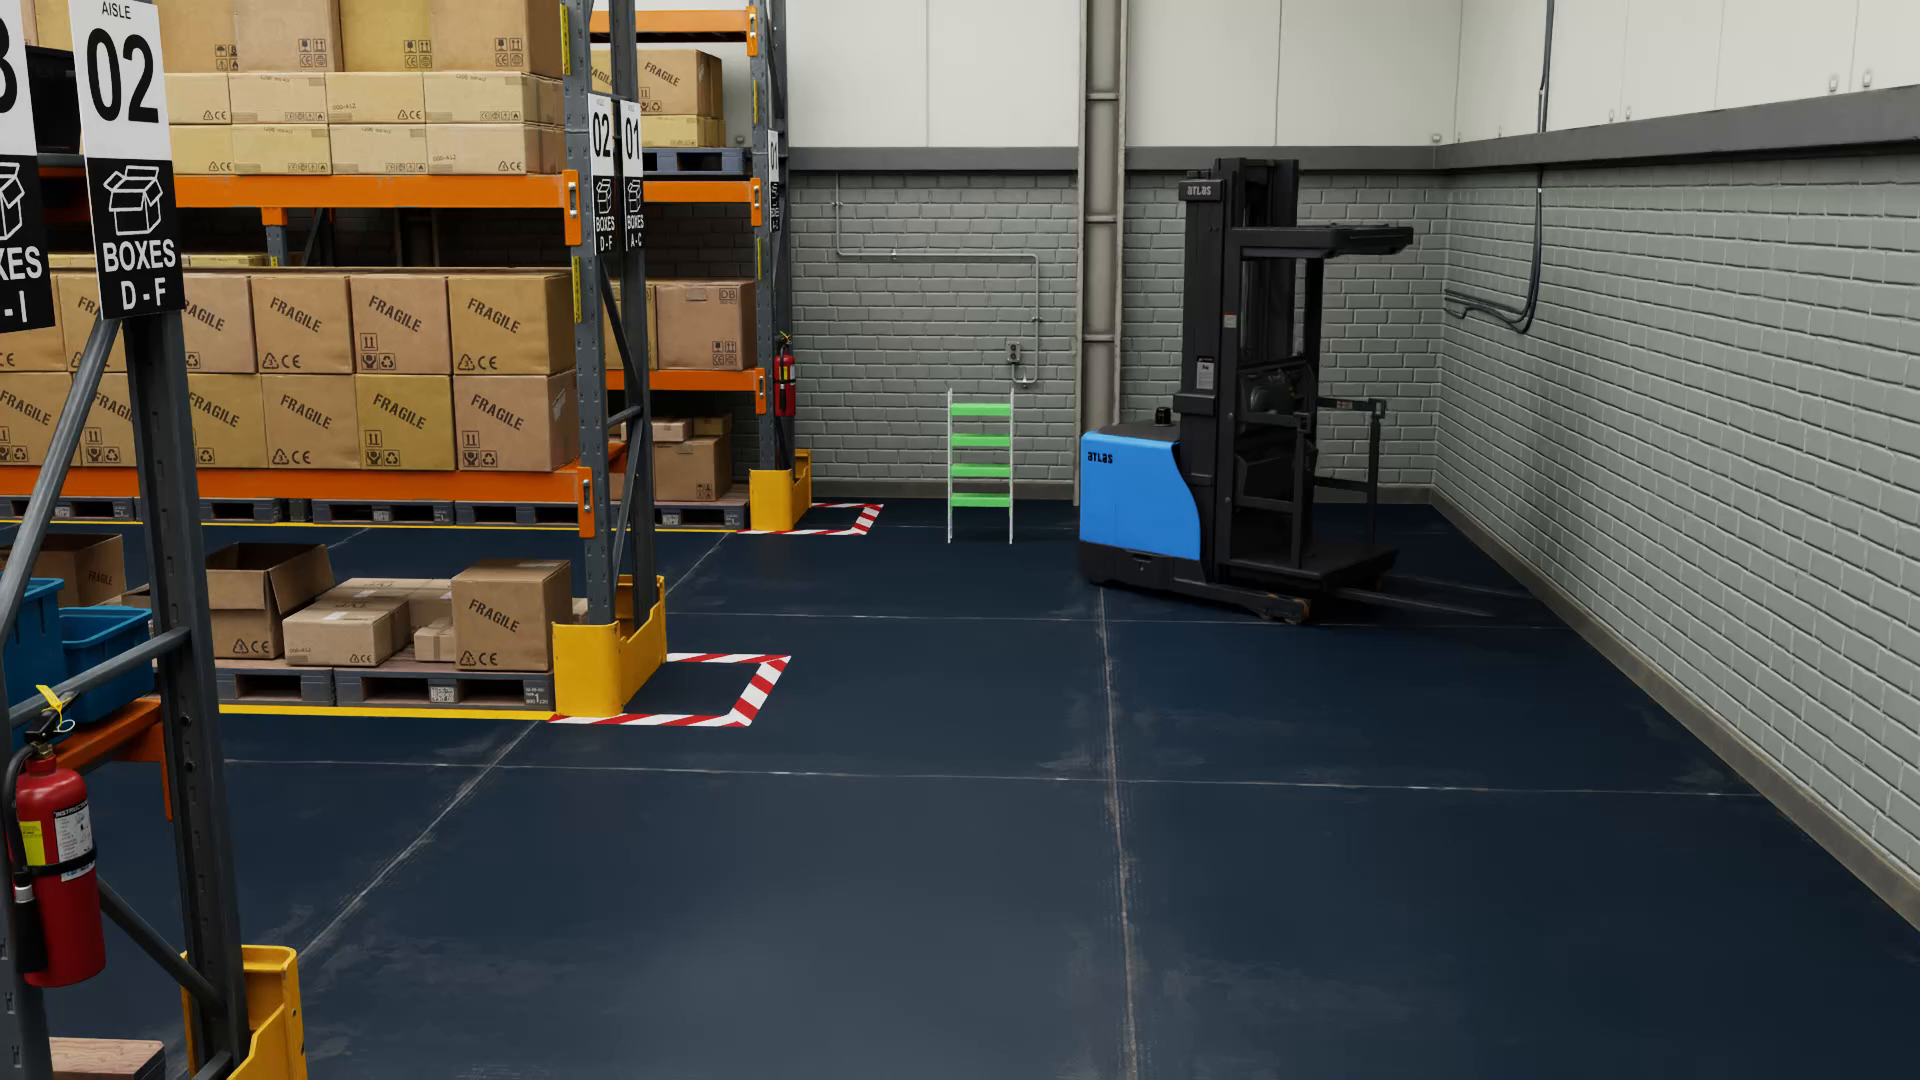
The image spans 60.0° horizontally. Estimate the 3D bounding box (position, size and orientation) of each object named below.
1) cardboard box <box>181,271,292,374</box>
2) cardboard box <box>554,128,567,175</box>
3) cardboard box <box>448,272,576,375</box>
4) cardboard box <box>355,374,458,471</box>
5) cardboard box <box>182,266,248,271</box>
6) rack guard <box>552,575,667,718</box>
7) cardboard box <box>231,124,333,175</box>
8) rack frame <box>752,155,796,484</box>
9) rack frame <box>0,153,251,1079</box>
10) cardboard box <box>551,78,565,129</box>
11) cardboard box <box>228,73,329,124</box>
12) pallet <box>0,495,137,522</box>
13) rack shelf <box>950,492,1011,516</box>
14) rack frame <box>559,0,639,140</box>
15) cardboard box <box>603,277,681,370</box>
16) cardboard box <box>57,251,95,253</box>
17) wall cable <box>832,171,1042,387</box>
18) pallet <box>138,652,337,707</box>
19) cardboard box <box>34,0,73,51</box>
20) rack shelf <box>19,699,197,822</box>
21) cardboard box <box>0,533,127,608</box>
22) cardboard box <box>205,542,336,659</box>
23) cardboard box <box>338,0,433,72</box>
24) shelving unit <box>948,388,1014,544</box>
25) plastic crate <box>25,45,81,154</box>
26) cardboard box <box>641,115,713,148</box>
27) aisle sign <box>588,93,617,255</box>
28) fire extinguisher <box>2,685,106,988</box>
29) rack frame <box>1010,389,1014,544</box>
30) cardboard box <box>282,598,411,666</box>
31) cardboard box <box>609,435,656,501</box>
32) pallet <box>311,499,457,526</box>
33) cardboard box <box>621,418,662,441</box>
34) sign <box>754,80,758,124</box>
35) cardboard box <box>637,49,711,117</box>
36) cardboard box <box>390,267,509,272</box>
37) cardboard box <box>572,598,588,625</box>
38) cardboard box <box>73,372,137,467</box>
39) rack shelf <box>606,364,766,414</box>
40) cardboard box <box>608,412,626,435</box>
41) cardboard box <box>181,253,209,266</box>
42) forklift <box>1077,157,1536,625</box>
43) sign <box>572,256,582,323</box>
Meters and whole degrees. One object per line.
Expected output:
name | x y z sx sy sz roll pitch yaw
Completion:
cardboard box | -3.865 -1.158 8.792 0.500 0.500 0.500 1 12 6
cardboard box | -2.364 -2.104 9.039 0.500 0.250 0.500 1 12 4
cardboard box | -2.331 -1.138 8.697 0.500 0.500 0.500 1 12 3
cardboard box | -2.851 -0.656 8.833 0.500 0.500 0.500 1 12 4
cardboard box | -4.323 -1.276 9.354 0.500 0.500 0.500 1 12 4
rack guard | -1.944 0.573 9.310 0.348 0.500 1.175 1 12 4
cardboard box | -3.396 -2.011 8.597 0.500 0.250 0.500 1 12 4
rack frame | -1.541 -1.662 13.887 0.127 3.000 1.000 1 12 4
rack frame | -2.203 0.362 4.211 0.127 3.000 1.000 1 12 4
cardboard box | -2.363 -2.350 8.994 0.500 0.250 0.500 1 12 4
cardboard box | -3.395 -2.259 8.559 0.500 0.250 0.500 1 12 4
pallet | -7.527 -0.363 14.488 1.213 0.211 1.003 1 12 4
rack shelf | 0.165 -0.288 13.197 0.480 0.148 0.258 1 12 4
rack frame | -1.868 -3.586 8.435 0.127 3.000 1.000 1 12 4
cardboard box | -2.777 -1.821 13.917 0.700 0.700 0.980 1 12 3
cardboard box | -7.517 -2.367 14.407 0.500 0.250 0.500 1 12 2
wall cable | -0.200 -2.335 14.623 1.851 1.984 0.084 1 12 4
pallet | -3.953 0.686 9.473 1.213 0.211 1.003 1 12 4
cardboard box | -4.383 -2.671 8.698 0.500 0.500 0.700 1 12 4
rack shelf | -4.198 0.687 4.416 4.000 0.370 1.077 1 12 4
cardboard box | -5.272 0.253 9.761 0.500 0.500 0.500 1 12 4
cardboard box | -3.984 0.327 9.403 0.637 0.503 0.797 1 12 4
cardboard box | -2.875 -2.684 8.762 0.500 0.500 0.700 1 12 4
shelving unit | 0.165 -0.585 13.134 0.503 1.200 0.258 1 12 4
plastic crate | -2.568 -1.104 4.215 0.590 0.269 0.497 1 12 4
cardboard box | -2.289 -3.267 13.331 0.500 0.250 0.500 1 12 5
aisle sign | -1.820 -1.859 8.479 0.004 0.787 0.394 1 12 4
fire extinguisher | -2.083 0.677 3.804 0.183 0.674 0.296 1 12 4
rack frame | 0.409 -0.582 13.118 0.015 1.200 0.240 1 12 4
cardboard box | -3.373 0.504 9.172 0.500 0.250 0.500 1 12 4
cardboard box | -2.745 -0.640 14.081 0.500 0.500 0.700 1 12 4
pallet | -4.778 -0.325 14.308 1.213 0.211 1.003 1 12 4
cardboard box | -2.641 -0.918 13.828 0.250 0.149 0.380 1 12 5
sign | -1.591 -3.414 12.968 0.005 0.325 0.100 1 12 4
cardboard box | -2.289 -3.633 13.247 0.500 0.500 0.500 1 12 4
cardboard box | -2.815 -1.254 9.250 0.500 0.500 0.500 1 12 4
cardboard box | -2.263 0.454 9.659 0.250 0.149 0.380 1 12 4
cardboard box | -4.359 -0.677 8.935 0.500 0.500 0.500 1 12 3
rack shelf | -3.536 -1.337 14.091 4.000 0.370 1.077 1 12 4
cardboard box | -2.863 -1.000 14.218 0.250 0.149 0.380 1 12 4
cardboard box | -6.524 -2.251 13.853 0.500 0.250 0.500 1 12 5
forklift | 2.274 -1.012 10.948 3.031 2.935 1.130 10 16 40
sign | -1.925 -1.258 8.357 0.005 0.325 0.100 1 12 4
